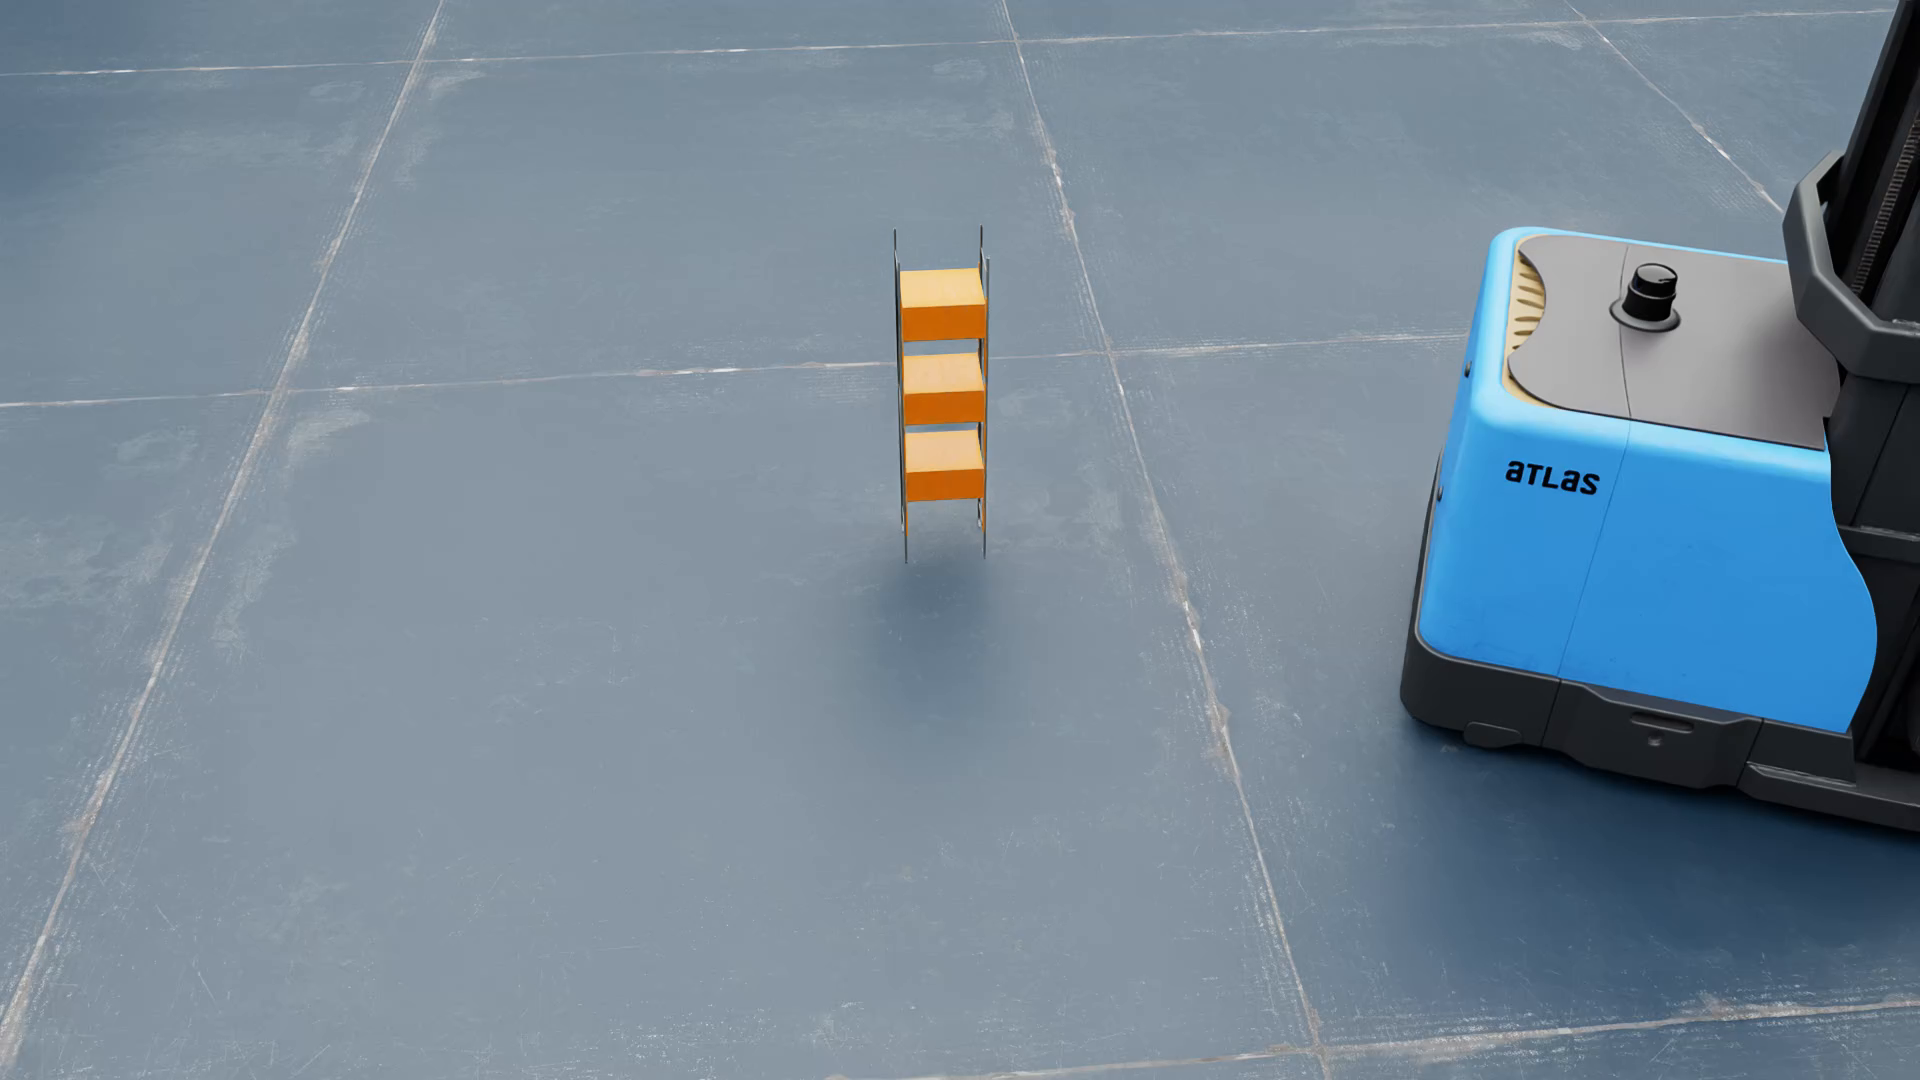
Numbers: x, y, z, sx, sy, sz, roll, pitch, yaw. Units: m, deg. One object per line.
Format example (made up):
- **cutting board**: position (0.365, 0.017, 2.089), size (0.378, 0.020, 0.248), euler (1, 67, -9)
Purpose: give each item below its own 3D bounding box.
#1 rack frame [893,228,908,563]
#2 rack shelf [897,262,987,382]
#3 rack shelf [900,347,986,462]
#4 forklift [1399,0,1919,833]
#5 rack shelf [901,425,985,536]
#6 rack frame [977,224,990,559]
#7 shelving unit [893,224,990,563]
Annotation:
- **rack frame**: position (-0.175, -0.403, 4.913), size (0.008, 1.050, 0.200), euler (-3, 38, -4)
- **rack shelf**: position (-0.053, -0.624, 4.752), size (0.240, 0.259, 0.215), euler (-3, 38, -4)
- **rack shelf**: position (-0.053, -0.401, 4.928), size (0.240, 0.259, 0.215), euler (-3, 38, -4)
- **forklift**: position (2.787, -0.643, 3.698), size (3.031, 2.935, 1.130), euler (11, 40, 13)
- **rack shelf**: position (-0.053, -0.183, 5.100), size (0.240, 0.259, 0.215), euler (-3, 38, -4)
- **rack frame**: position (0.068, -0.416, 4.930), size (0.008, 1.050, 0.200), euler (-3, 38, -4)
- **shelving unit**: position (-0.053, -0.409, 4.921), size (0.252, 1.050, 0.215), euler (-3, 38, -4)
